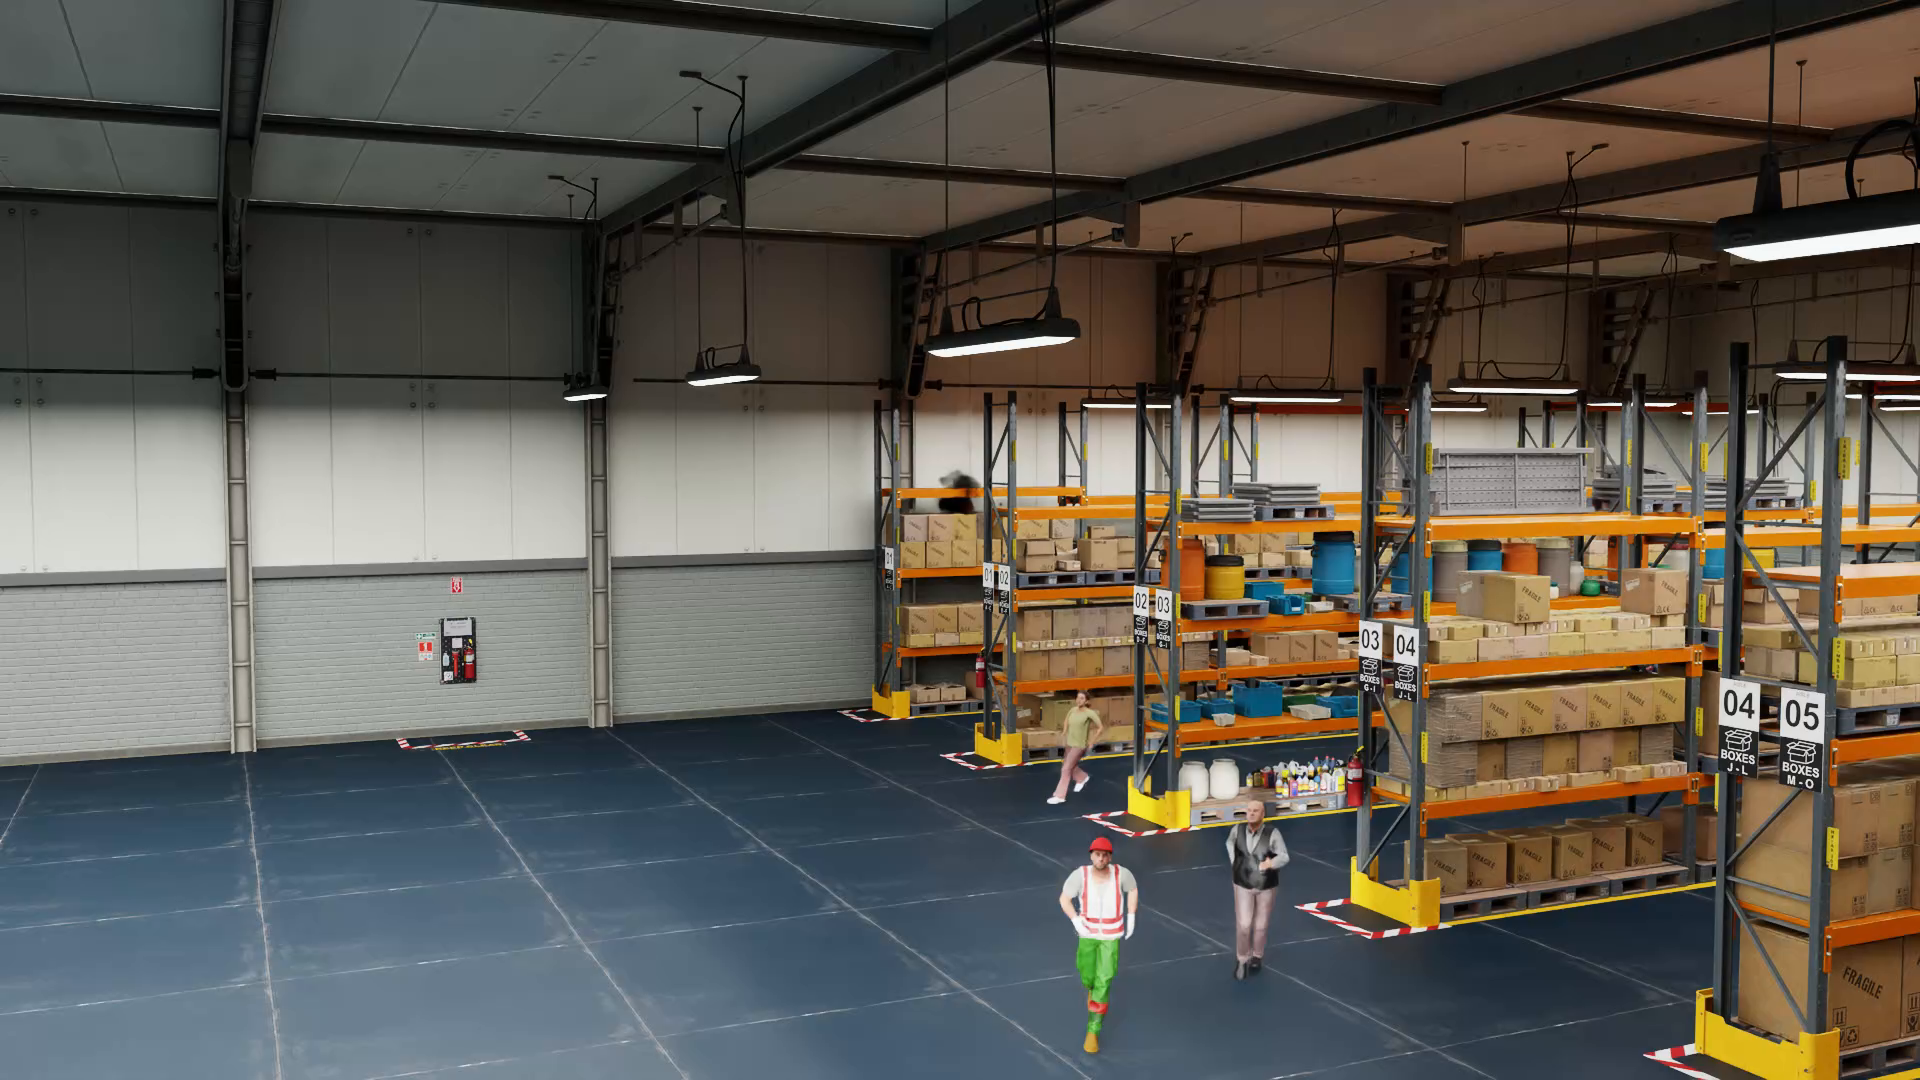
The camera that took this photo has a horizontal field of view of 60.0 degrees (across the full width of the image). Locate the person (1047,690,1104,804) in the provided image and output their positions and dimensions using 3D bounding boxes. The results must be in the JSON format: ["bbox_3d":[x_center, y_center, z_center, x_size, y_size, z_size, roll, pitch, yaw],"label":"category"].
[{"bbox_3d":[1.704,2.954,23.852,0.635,1.623,0.887,3,5,45],"label":"person"}]

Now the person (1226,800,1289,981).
[{"bbox_3d":[2.858,3.389,16.051,0.628,1.760,0.734,1,3,15],"label":"person"}]

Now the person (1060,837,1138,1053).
[{"bbox_3d":[1.211,3.439,14.485,0.683,1.772,0.971,0,3,5],"label":"person"}]

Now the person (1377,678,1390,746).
[{"bbox_3d":[6.879,2.742,27.549,0.801,1.666,0.563,-2,4,-28],"label":"person"}]
